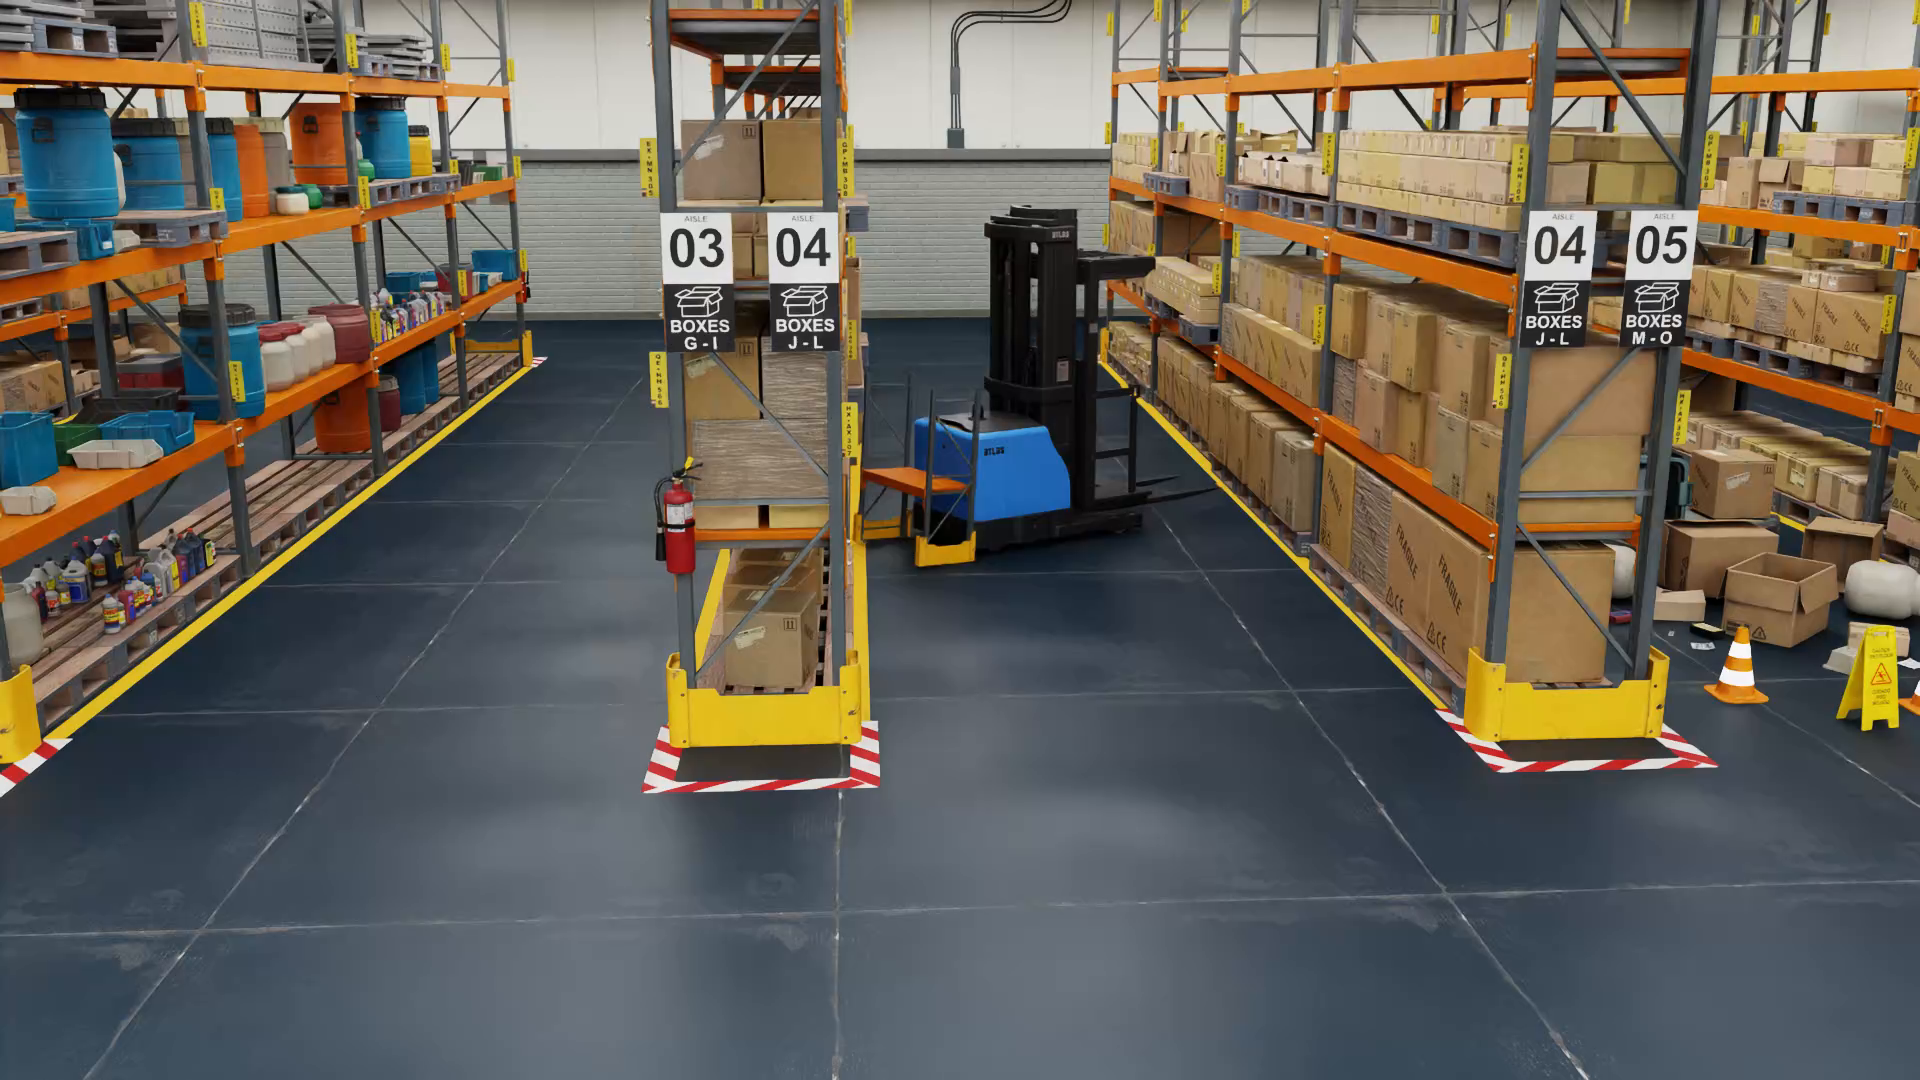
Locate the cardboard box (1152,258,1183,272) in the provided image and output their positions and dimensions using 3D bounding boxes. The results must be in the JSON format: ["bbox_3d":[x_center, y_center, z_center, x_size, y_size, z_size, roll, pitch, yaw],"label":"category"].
[{"bbox_3d":[2.609,-3.452,20.889,0.380,0.149,0.250,0,14,-2],"label":"cardboard box"}]

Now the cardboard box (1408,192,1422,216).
[{"bbox_3d":[3.311,-2.311,11.431,0.380,0.149,0.250,-1,14,-3],"label":"cardboard box"}]

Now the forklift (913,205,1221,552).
[{"bbox_3d":[1.085,-1.576,15.270,3.031,2.935,1.130,-9,17,-32],"label":"forklift"}]

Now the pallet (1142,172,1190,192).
[{"bbox_3d":[2.952,-4.463,20.708,1.213,0.211,1.003,-1,14,-3],"label":"pallet"}]

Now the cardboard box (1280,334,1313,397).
[{"bbox_3d":[3.186,-1.566,14.893,0.500,0.500,0.500,-1,14,-4],"label":"cardboard box"}]

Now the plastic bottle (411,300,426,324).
[{"bbox_3d":[-6.471,-2.725,19.848,0.152,0.276,0.135,-1,14,-3],"label":"plastic bottle"}]

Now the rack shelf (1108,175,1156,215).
[{"bbox_3d":[2.896,-4.858,23.311,1.077,0.370,4.000,-1,14,-3],"label":"rack shelf"}]

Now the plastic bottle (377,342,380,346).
[{"bbox_3d":[-6.322,-2.203,17.969,0.097,0.201,0.097,0,14,0],"label":"plastic bottle"}]

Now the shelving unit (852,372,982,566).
[{"bbox_3d":[-0.373,-0.639,14.421,0.587,1.500,1.083,-5,15,-35],"label":"shelving unit"}]

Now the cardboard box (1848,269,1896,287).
[{"bbox_3d":[8.604,-2.469,15.661,0.380,0.149,0.250,0,14,0],"label":"cardboard box"}]

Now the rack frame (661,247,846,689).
[{"bbox_3d":[-1.193,-0.220,9.863,1.000,3.000,0.127,-1,14,-3],"label":"rack frame"}]

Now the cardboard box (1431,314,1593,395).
[{"bbox_3d":[3.754,-1.237,11.346,0.875,0.550,0.550,-1,14,-3],"label":"cardboard box"}]

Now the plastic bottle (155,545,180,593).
[{"bbox_3d":[-6.025,0.215,12.604,0.144,0.351,0.185,-1,14,-4],"label":"plastic bottle"}]

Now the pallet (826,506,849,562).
[{"bbox_3d":[-1.490,-0.058,14.829,1.003,0.211,1.213,-1,14,-3],"label":"pallet"}]

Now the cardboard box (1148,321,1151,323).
[{"bbox_3d":[3.058,-3.234,25.261,0.380,0.149,0.250,-1,14,-3],"label":"cardboard box"}]

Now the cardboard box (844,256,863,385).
[{"bbox_3d":[-1.350,-1.909,14.378,1.000,1.000,1.000,-1,14,-3],"label":"cardboard box"}]

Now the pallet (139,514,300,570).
[{"bbox_3d":[-6.472,0.017,14.536,1.003,0.211,1.213,-1,14,-3],"label":"pallet"}]

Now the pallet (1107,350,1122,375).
[{"bbox_3d":[2.792,-2.679,25.015,1.003,0.211,1.213,-1,14,-3],"label":"pallet"}]

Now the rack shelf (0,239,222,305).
[{"bbox_3d":[-6.260,-1.746,11.215,1.077,0.370,4.000,-1,14,-3],"label":"rack shelf"}]

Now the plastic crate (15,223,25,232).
[{"bbox_3d":[-6.558,-2.092,11.543,0.336,0.188,0.450,-1,14,-3],"label":"plastic crate"}]

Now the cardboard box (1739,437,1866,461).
[{"bbox_3d":[8.322,-0.781,16.472,0.950,0.372,0.625,0,14,-2],"label":"cardboard box"}]

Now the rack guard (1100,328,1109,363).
[{"bbox_3d":[2.777,-3.021,25.766,1.175,0.500,0.348,-1,14,-3],"label":"rack guard"}]

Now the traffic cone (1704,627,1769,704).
[{"bbox_3d":[5.148,0.803,10.977,0.336,0.463,0.334,-1,14,-3],"label":"traffic cone"}]

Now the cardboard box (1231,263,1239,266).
[{"bbox_3d":[3.300,-3.272,20.189,0.380,0.149,0.250,-1,14,-5],"label":"cardboard box"}]

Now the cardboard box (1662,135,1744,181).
[{"bbox_3d":[8.028,-4.160,18.107,0.797,0.503,0.637,-2,15,-7],"label":"cardboard box"}]

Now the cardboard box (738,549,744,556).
[{"bbox_3d":[-1.413,0.035,13.046,0.500,0.500,0.500,4,15,14],"label":"cardboard box"}]

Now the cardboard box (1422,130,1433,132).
[{"bbox_3d":[3.857,-3.149,13.088,0.380,0.149,0.250,-1,14,-4],"label":"cardboard box"}]

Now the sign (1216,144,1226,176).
[{"bbox_3d":[2.726,-3.957,17.327,0.100,0.325,0.005,-1,14,-3],"label":"sign"}]

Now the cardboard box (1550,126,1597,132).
[{"bbox_3d":[8.128,-5.260,22.187,0.500,0.500,0.500,-1,14,-2],"label":"cardboard box"}]

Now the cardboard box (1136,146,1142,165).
[{"bbox_3d":[2.680,-5.248,22.683,0.500,0.250,0.500,0,14,-1],"label":"cardboard box"}]

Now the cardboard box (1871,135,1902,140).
[{"bbox_3d":[12.637,-5.323,22.377,0.500,0.250,0.500,-1,14,-3],"label":"cardboard box"}]

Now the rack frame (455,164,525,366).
[{"bbox_3d":[-7.128,-4.123,25.031,1.000,3.000,0.127,-1,14,-3],"label":"rack frame"}]

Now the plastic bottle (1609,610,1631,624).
[{"bbox_3d":[5.048,0.582,12.640,0.283,0.061,0.133,-6,16,-23],"label":"plastic bottle"}]

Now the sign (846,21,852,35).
[{"bbox_3d":[-1.642,-7.600,24.473,0.100,0.325,0.005,-1,14,-3],"label":"sign"}]

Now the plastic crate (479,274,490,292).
[{"bbox_3d":[-6.745,-3.564,23.075,0.416,0.233,0.300,-1,14,-3],"label":"plastic crate"}]

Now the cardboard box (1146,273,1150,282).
[{"bbox_3d":[2.586,-3.377,21.195,0.380,0.149,0.250,-1,14,-3],"label":"cardboard box"}]

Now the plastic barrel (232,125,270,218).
[{"bbox_3d":[-6.757,-3.424,15.432,0.600,0.830,0.708,-1,14,-3],"label":"plastic barrel"}]

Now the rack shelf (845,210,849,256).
[{"bbox_3d":[-1.565,-2.817,15.378,1.077,0.370,4.000,-1,14,-3],"label":"rack shelf"}]

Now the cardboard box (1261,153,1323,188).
[{"bbox_3d":[3.156,-3.487,15.675,0.500,0.311,0.500,-1,14,-4],"label":"cardboard box"}]

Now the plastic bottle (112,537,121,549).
[{"bbox_3d":[-6.648,0.128,13.077,0.061,0.283,0.133,-1,14,-3],"label":"plastic bottle"}]

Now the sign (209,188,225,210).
[{"bbox_3d":[-5.834,-2.601,13.079,0.100,0.325,0.005,-1,14,-3],"label":"sign"}]

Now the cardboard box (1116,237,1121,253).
[{"bbox_3d":[2.583,-4.195,24.512,0.500,0.500,0.500,-1,14,-3],"label":"cardboard box"}]

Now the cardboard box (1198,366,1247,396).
[{"bbox_3d":[2.964,-1.783,18.607,0.500,0.250,0.500,-1,14,-5],"label":"cardboard box"}]

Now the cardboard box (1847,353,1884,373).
[{"bbox_3d":[8.143,-1.573,14.784,0.380,0.149,0.250,-1,14,-3],"label":"cardboard box"}]

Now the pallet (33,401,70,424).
[{"bbox_3d":[-11.736,-1.500,20.435,1.003,0.211,1.213,-1,14,-3],"label":"pallet"}]

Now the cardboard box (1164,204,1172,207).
[{"bbox_3d":[3.122,-4.562,23.935,0.500,0.500,0.500,0,14,-1],"label":"cardboard box"}]

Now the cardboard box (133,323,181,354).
[{"bbox_3d":[-11.792,-2.919,24.483,0.500,0.500,0.500,-1,14,-3],"label":"cardboard box"}]

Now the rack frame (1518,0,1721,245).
[{"bbox_3d":[3.764,-3.177,9.315,1.000,3.000,0.127,-1,14,-3],"label":"rack frame"}]

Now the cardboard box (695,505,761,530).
[{"bbox_3d":[-1.417,-0.166,10.157,0.380,0.149,0.250,-1,14,-3],"label":"cardboard box"}]

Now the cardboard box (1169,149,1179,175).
[{"bbox_3d":[2.865,-4.647,20.384,0.500,0.311,0.500,-1,14,-4],"label":"cardboard box"}]

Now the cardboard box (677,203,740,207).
[{"bbox_3d":[-1.547,-1.991,10.224,0.380,0.149,0.250,-2,15,-6],"label":"cardboard box"}]

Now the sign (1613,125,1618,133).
[{"bbox_3d":[8.496,-5.224,21.621,0.100,0.325,0.005,-1,14,-3],"label":"sign"}]

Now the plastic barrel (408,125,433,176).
[{"bbox_3d":[-6.621,-4.652,19.845,0.600,0.588,0.600,0,14,0],"label":"plastic barrel"}]

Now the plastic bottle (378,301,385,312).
[{"bbox_3d":[-7.085,-2.827,20.391,0.097,0.201,0.097,0,14,0],"label":"plastic bottle"}]

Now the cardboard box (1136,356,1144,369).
[{"bbox_3d":[2.620,-2.430,22.732,0.380,0.149,0.250,-1,14,-5],"label":"cardboard box"}]
